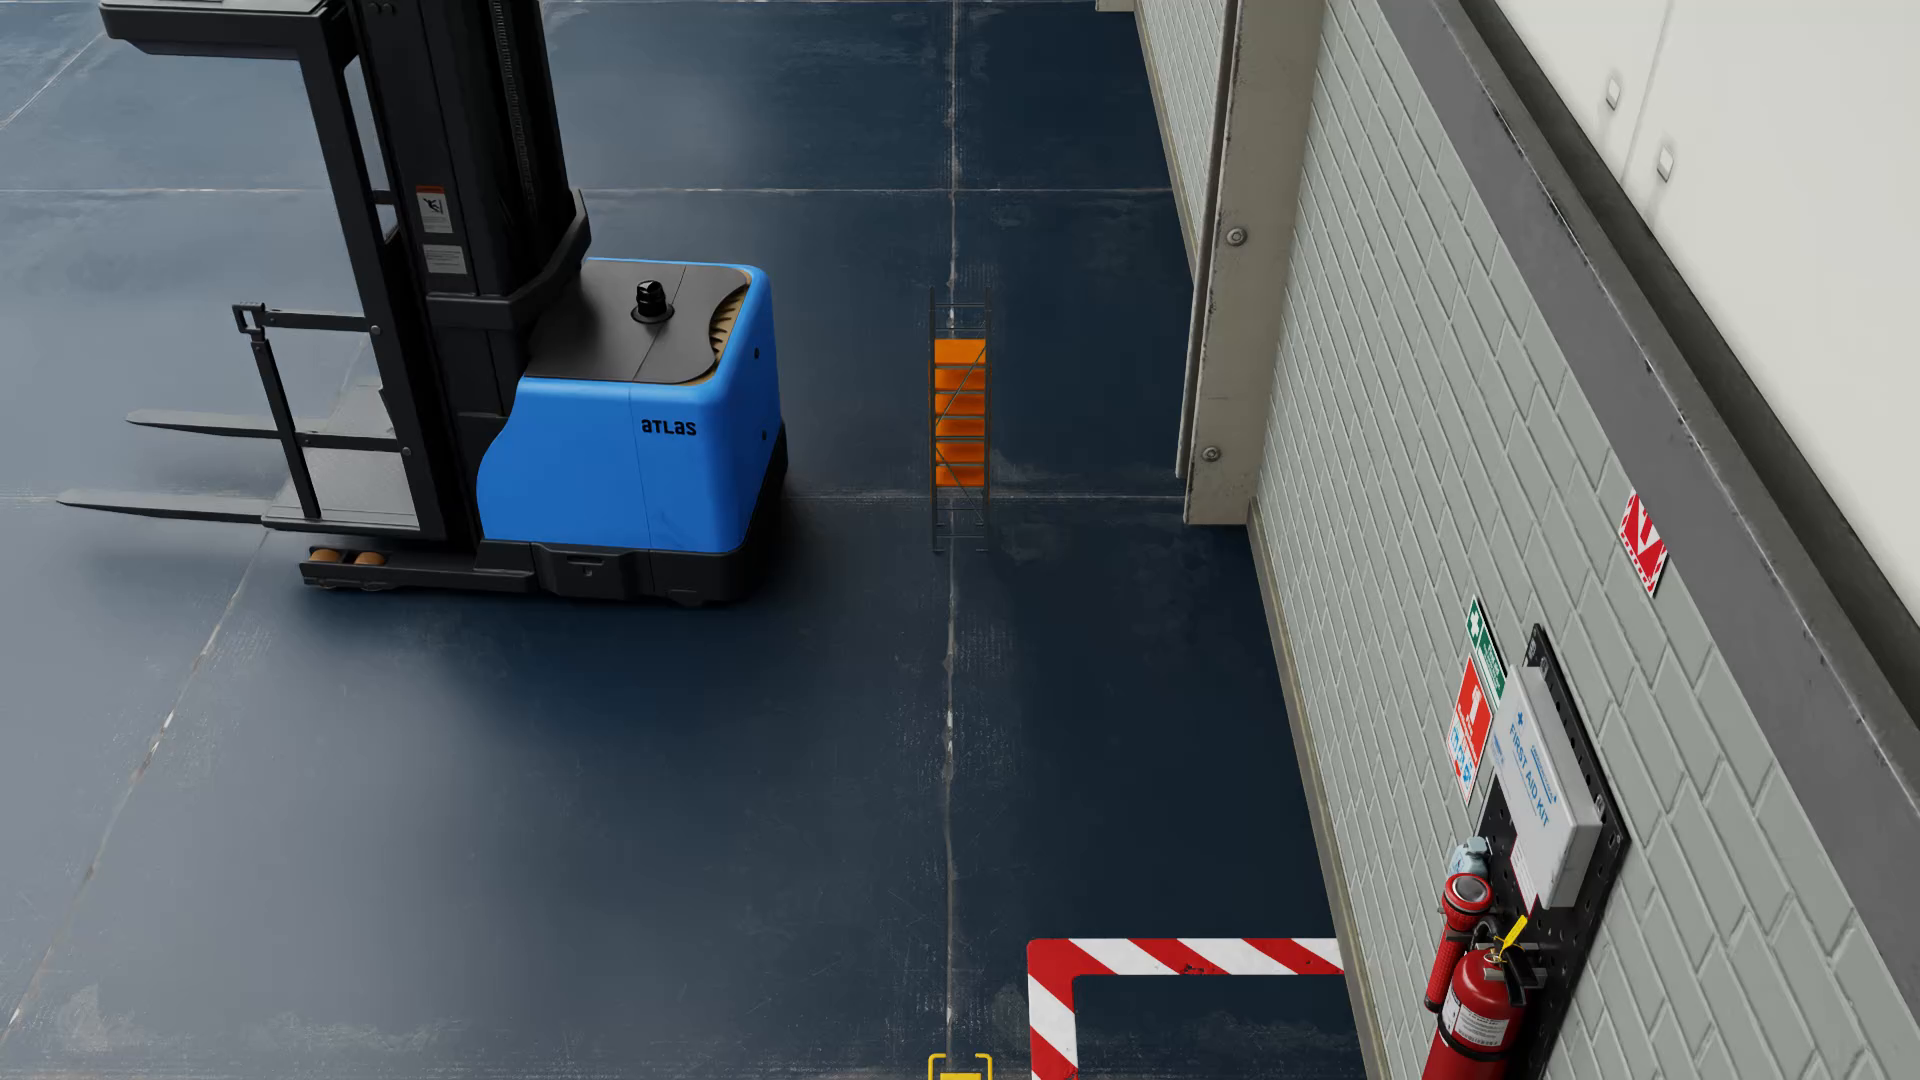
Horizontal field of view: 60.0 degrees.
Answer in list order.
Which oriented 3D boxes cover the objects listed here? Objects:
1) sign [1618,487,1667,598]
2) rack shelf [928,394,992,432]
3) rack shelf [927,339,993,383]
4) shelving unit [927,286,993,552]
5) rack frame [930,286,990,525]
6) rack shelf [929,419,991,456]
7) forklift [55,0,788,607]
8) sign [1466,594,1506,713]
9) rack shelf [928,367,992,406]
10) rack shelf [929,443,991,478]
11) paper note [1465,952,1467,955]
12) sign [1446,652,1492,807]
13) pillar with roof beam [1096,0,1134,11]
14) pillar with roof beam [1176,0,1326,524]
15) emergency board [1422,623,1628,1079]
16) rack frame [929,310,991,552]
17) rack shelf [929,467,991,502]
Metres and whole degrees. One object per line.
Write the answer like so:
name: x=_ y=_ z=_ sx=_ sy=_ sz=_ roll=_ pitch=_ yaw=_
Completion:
sign: x=1.287 y=-0.068 z=3.082 sx=0.001 sy=0.298 sz=0.199 roll=0 pitch=39 yaw=0
rack shelf: x=0.000 y=-0.536 z=6.839 sx=0.258 sy=0.103 sz=0.180 roll=0 pitch=39 yaw=0
rack shelf: x=0.000 y=-0.724 z=6.689 sx=0.258 sy=0.103 sz=0.180 roll=0 pitch=39 yaw=0
shelving unit: x=0.000 y=-0.477 z=6.886 sx=0.258 sy=1.200 sz=0.189 roll=0 pitch=39 yaw=0
rack frame: x=0.000 y=-0.534 z=6.957 sx=0.240 sy=1.200 sz=0.006 roll=0 pitch=39 yaw=0
rack shelf: x=0.000 y=-0.443 z=6.914 sx=0.258 sy=0.103 sz=0.180 roll=0 pitch=39 yaw=0
forklift: x=-2.330 y=-1.252 z=6.469 sx=3.031 sy=2.935 sz=1.130 roll=4 pitch=39 yaw=4
sign: x=1.281 y=0.278 z=4.052 sx=0.001 sy=0.109 sz=0.331 roll=0 pitch=39 yaw=0
rack shelf: x=0.000 y=-0.630 z=6.764 sx=0.258 sy=0.103 sz=0.180 roll=0 pitch=39 yaw=0
rack shelf: x=0.000 y=-0.349 z=6.989 sx=0.258 sy=0.103 sz=0.180 roll=0 pitch=39 yaw=0
paper note: x=1.257 y=1.075 z=4.215 sx=0.016 sy=0.148 sz=0.142 roll=0 pitch=39 yaw=0
sign: x=1.290 y=0.482 z=4.221 sx=0.001 sy=0.329 sz=0.234 roll=0 pitch=39 yaw=0
pillar with roof beam: x=-3.166 y=-7.455 z=9.357 sx=9.100 sy=9.000 sz=0.400 roll=0 pitch=39 yaw=0
pillar with roof beam: x=-3.160 y=-3.703 z=4.675 sx=9.100 sy=9.000 sz=0.400 roll=0 pitch=39 yaw=0
emergency board: x=1.188 y=0.842 z=3.801 sx=0.194 sy=1.169 sz=0.643 roll=0 pitch=39 yaw=0
rack frame: x=0.000 y=-0.420 z=6.815 sx=0.240 sy=1.200 sz=0.006 roll=0 pitch=39 yaw=0
rack shelf: x=0.000 y=-0.255 z=7.064 sx=0.258 sy=0.103 sz=0.180 roll=0 pitch=39 yaw=0
